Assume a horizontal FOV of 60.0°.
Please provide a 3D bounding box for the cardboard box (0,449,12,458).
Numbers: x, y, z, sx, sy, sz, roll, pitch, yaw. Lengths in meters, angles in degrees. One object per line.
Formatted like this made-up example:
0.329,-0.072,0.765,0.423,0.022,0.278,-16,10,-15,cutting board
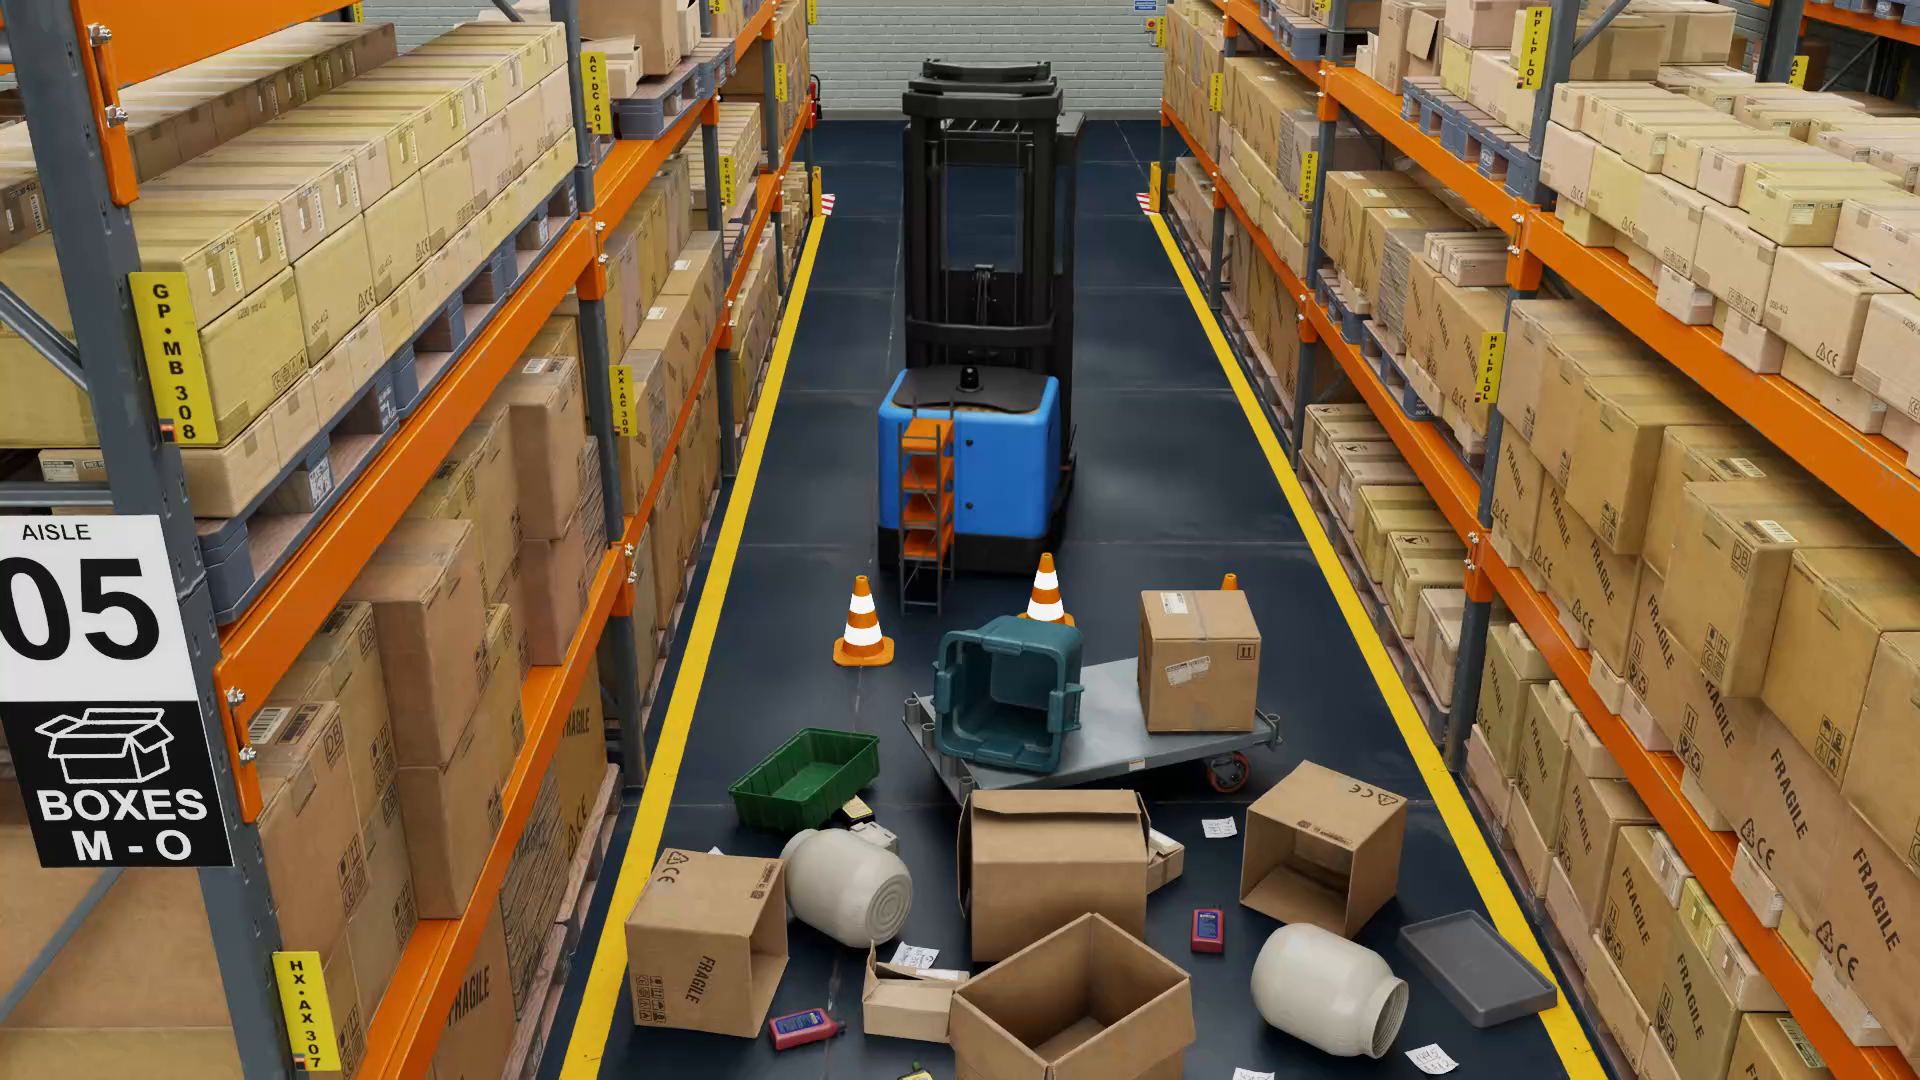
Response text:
-2.337,-0.258,3.714,0.380,0.149,0.250,0,24,0,cardboard box

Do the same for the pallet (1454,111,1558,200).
3.012,-1.777,7.628,1.213,0.211,1.003,0,24,-1,pallet

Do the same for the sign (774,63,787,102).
-1.569,-4.006,14.561,0.100,0.325,0.005,0,24,-1,sign

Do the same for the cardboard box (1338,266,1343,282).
2.656,-1.715,10.697,0.380,0.149,0.250,-2,24,-4,cardboard box

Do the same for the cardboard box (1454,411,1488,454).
2.631,-0.529,8.075,0.380,0.149,0.250,0,24,0,cardboard box

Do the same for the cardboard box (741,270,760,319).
-1.844,-1.918,12.964,0.500,0.250,0.500,0,24,0,cardboard box

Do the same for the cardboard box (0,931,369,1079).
-2.042,1.250,4.165,0.875,0.550,0.550,0,24,-1,cardboard box

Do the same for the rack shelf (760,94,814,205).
-2.146,-3.970,16.762,1.077,0.370,4.000,0,24,-1,rack shelf

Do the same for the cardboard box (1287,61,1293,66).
3.081,-3.856,14.301,0.500,0.500,0.500,1,24,1,cardboard box

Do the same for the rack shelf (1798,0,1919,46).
7.810,-3.777,12.693,1.077,0.370,4.000,0,24,-1,rack shelf

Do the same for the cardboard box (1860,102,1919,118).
7.575,-3.385,13.963,0.700,0.500,0.500,0,24,0,cardboard box

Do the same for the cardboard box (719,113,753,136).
-1.920,-3.440,13.790,0.380,0.149,0.250,-1,24,-2,cardboard box

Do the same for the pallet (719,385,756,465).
-2.087,-0.877,12.433,1.003,0.211,1.213,0,24,-1,pallet

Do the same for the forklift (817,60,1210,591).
0.499,-1.547,10.613,1.130,2.935,3.031,22,32,39,forklift

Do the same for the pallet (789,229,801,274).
-2.183,-2.984,17.092,1.003,0.211,1.213,0,24,-1,pallet

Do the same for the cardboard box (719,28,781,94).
-1.885,-4.298,14.917,0.500,0.500,0.500,0,24,1,cardboard box

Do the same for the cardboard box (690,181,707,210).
-1.891,-2.367,11.416,0.380,0.149,0.250,0,24,0,cardboard box

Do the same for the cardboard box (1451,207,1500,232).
3.175,-1.655,9.777,0.500,0.500,0.500,-2,24,-4,cardboard box

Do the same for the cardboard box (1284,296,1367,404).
2.944,-1.398,12.269,0.875,0.875,0.875,0,24,-1,cardboard box

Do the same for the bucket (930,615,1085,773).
0.270,0.667,7.763,0.726,0.611,0.620,8,16,18,bucket

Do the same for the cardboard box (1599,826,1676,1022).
2.679,1.375,5.988,0.500,0.500,0.500,-1,24,-2,cardboard box

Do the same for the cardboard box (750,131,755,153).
-1.918,-3.313,13.868,0.380,0.149,0.250,1,24,2,cardboard box

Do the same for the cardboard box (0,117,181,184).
-2.349,-1.043,4.482,0.380,0.149,0.250,-1,24,-1,cardboard box

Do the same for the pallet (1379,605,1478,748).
2.902,0.708,8.928,1.003,0.211,1.213,0,24,-1,pallet

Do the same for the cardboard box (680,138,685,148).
-2.579,-3.386,14.393,0.380,0.149,0.250,-1,24,-3,cardboard box

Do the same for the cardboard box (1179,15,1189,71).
2.528,-5.063,16.970,0.500,0.500,0.500,0,24,-1,cardboard box

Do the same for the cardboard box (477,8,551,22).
-2.281,-2.671,8.854,0.500,0.311,0.500,-1,24,-1,cardboard box

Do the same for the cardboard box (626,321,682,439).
-1.782,-0.855,8.879,0.500,0.500,0.500,0,24,-1,cardboard box

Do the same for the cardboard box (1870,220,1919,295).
2.725,-0.764,4.496,0.380,0.149,0.250,0,24,-1,cardboard box

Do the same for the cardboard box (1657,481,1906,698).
2.625,0.142,5.099,0.700,0.500,0.500,-1,24,-1,cardboard box

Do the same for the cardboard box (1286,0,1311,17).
2.668,-3.900,11.463,0.700,0.500,0.500,-1,24,-3,cardboard box

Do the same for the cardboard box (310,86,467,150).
-1.697,-1.255,4.951,0.380,0.149,0.250,0,24,0,cardboard box

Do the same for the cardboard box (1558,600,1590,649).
2.651,0.320,6.708,0.380,0.149,0.250,0,24,1,cardboard box

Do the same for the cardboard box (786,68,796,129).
-1.859,-4.272,16.073,0.500,0.500,0.500,-1,24,-2,cardboard box

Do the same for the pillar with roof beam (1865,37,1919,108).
4.377,-6.567,14.349,9.100,9.000,0.400,0,24,-1,pillar with roof beam

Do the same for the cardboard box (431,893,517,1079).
-2.078,1.606,5.628,0.875,0.875,0.875,-1,24,-1,cardboard box

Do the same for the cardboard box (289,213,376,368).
-1.748,-0.609,4.007,0.500,0.250,0.500,-1,24,-1,cardboard box

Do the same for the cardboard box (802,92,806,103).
-1.881,-4.875,18.193,0.380,0.149,0.250,0,24,0,cardboard box

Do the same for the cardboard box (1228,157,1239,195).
2.573,-3.074,14.088,0.500,0.250,0.500,-1,24,-2,cardboard box

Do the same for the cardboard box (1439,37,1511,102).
2.756,-2.390,8.426,0.500,0.250,0.500,0,24,0,cardboard box

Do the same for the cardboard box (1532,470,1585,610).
2.667,-0.033,6.701,0.500,0.500,0.500,0,24,-1,cardboard box

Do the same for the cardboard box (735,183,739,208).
-1.900,-2.634,12.730,0.380,0.149,0.250,0,24,0,cardboard box

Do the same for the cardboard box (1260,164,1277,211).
2.574,-2.670,12.588,0.500,0.250,0.500,-1,24,-2,cardboard box

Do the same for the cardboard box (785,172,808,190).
-1.833,-3.859,17.870,0.380,0.149,0.250,-1,24,-2,cardboard box

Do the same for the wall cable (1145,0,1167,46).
2.696,-7.987,23.498,0.585,1.953,0.123,0,24,-1,wall cable

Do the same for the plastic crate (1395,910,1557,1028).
2.109,1.740,6.807,0.402,0.080,0.583,-9,26,-19,plastic crate

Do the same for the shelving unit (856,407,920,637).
-0.411,-0.102,9.520,0.258,1.200,0.503,-6,25,-13,shelving unit

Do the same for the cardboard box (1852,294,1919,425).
2.690,-0.444,4.273,0.500,0.250,0.500,-1,24,-1,cardboard box

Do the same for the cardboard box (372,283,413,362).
-1.687,-0.577,4.420,0.380,0.149,0.250,0,24,0,cardboard box

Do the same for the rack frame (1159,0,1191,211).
2.781,-5.186,18.577,1.000,3.000,0.127,0,24,-1,rack frame

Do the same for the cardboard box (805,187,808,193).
-1.876,-3.934,18.397,0.380,0.149,0.250,-1,24,-2,cardboard box

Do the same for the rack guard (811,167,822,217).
-2.167,-3.952,18.881,1.175,0.500,0.348,0,24,-1,rack guard

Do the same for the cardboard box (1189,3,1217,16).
2.508,-5.301,16.708,0.380,0.149,0.250,0,24,0,cardboard box

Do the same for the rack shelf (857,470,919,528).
-0.411,-0.245,9.455,0.258,0.148,0.480,-6,25,-13,rack shelf

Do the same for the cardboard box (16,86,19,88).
-7.073,-3.450,13.399,0.797,0.503,0.637,0,24,0,cardboard box

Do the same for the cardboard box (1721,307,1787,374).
2.611,-0.624,5.154,0.380,0.149,0.250,-1,24,-1,cardboard box
